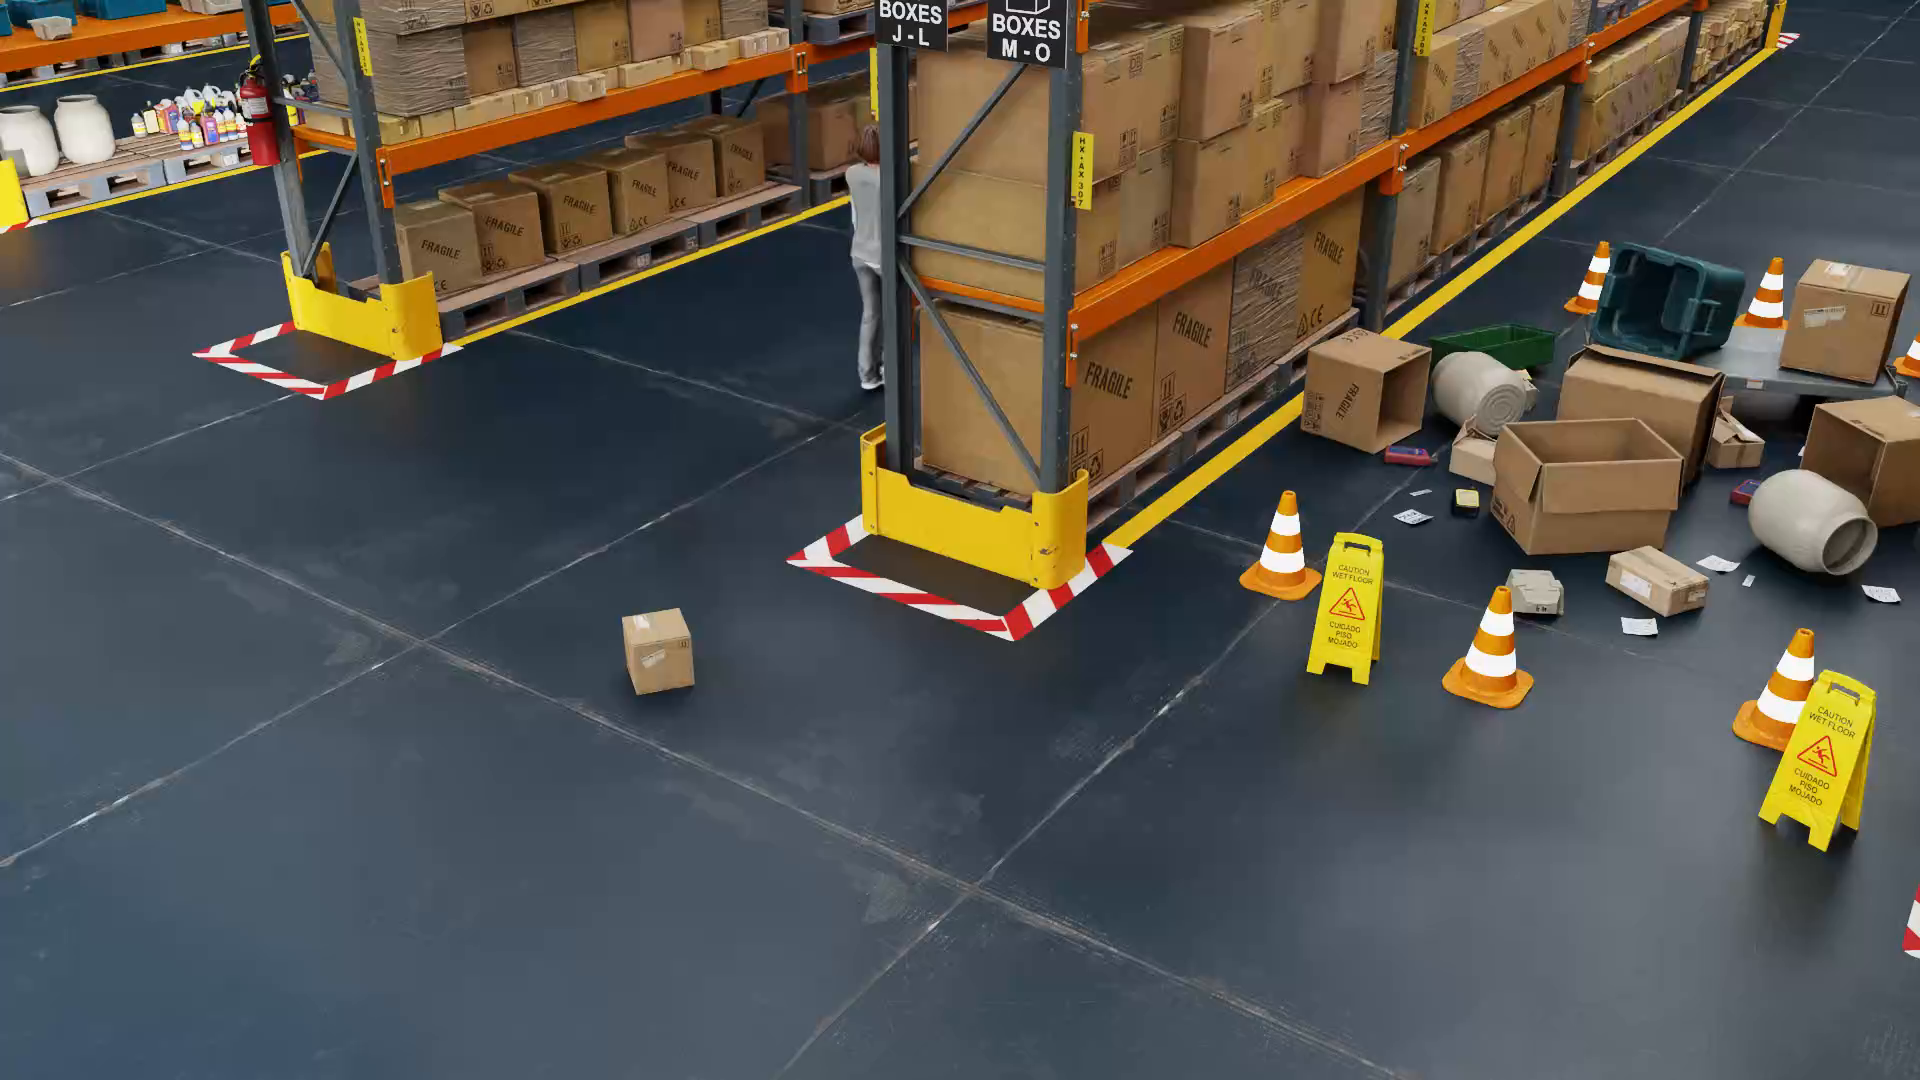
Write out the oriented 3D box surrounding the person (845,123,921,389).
[{"bbox_3d":[-0.450,-1.656,9.802,0.412,1.614,0.420,18,32,30],"label":"person"}]
